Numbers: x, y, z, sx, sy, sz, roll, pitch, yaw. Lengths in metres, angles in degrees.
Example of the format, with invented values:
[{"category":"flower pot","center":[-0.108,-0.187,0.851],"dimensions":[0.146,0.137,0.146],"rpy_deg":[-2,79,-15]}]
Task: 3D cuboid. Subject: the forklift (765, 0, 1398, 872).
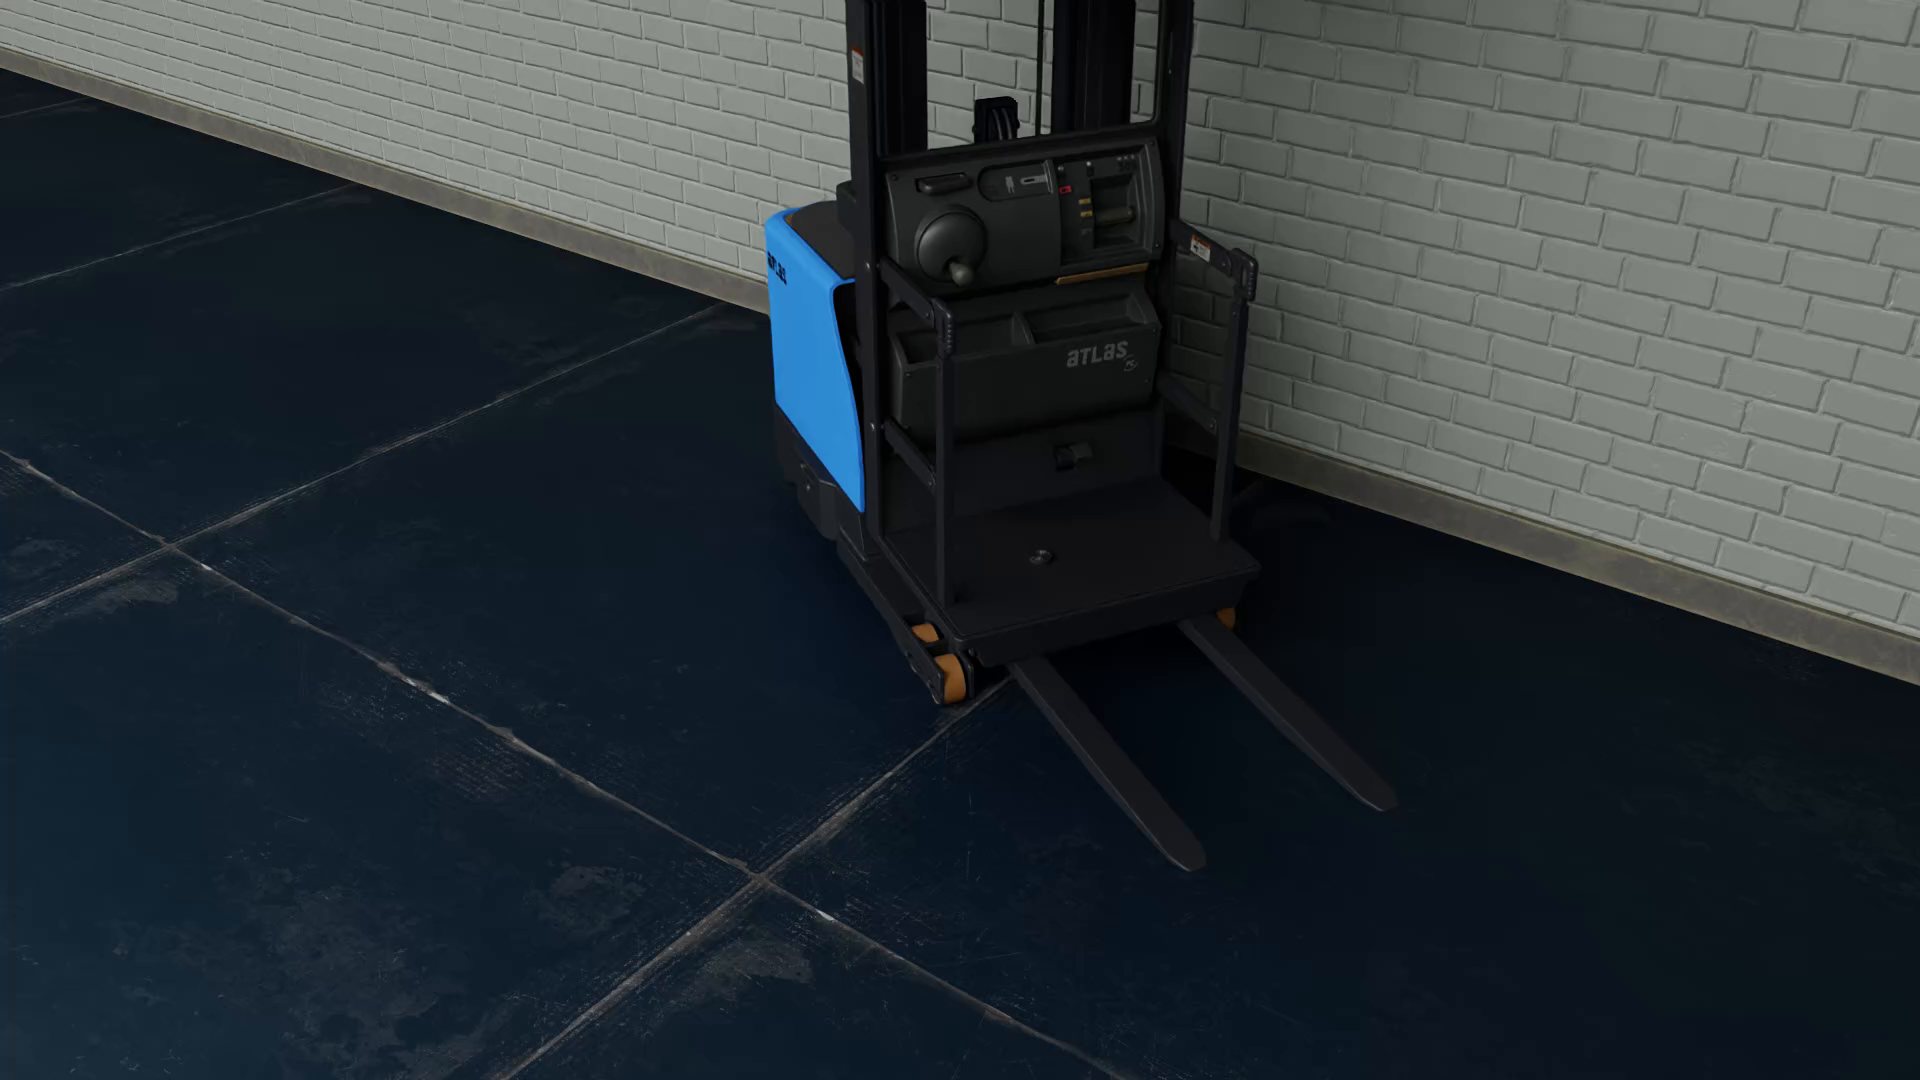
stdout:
[{"category":"forklift","center":[0.303,-0.978,5.026],"dimensions":[1.130,2.935,3.031],"rpy_deg":[-12,33,-20]}]
